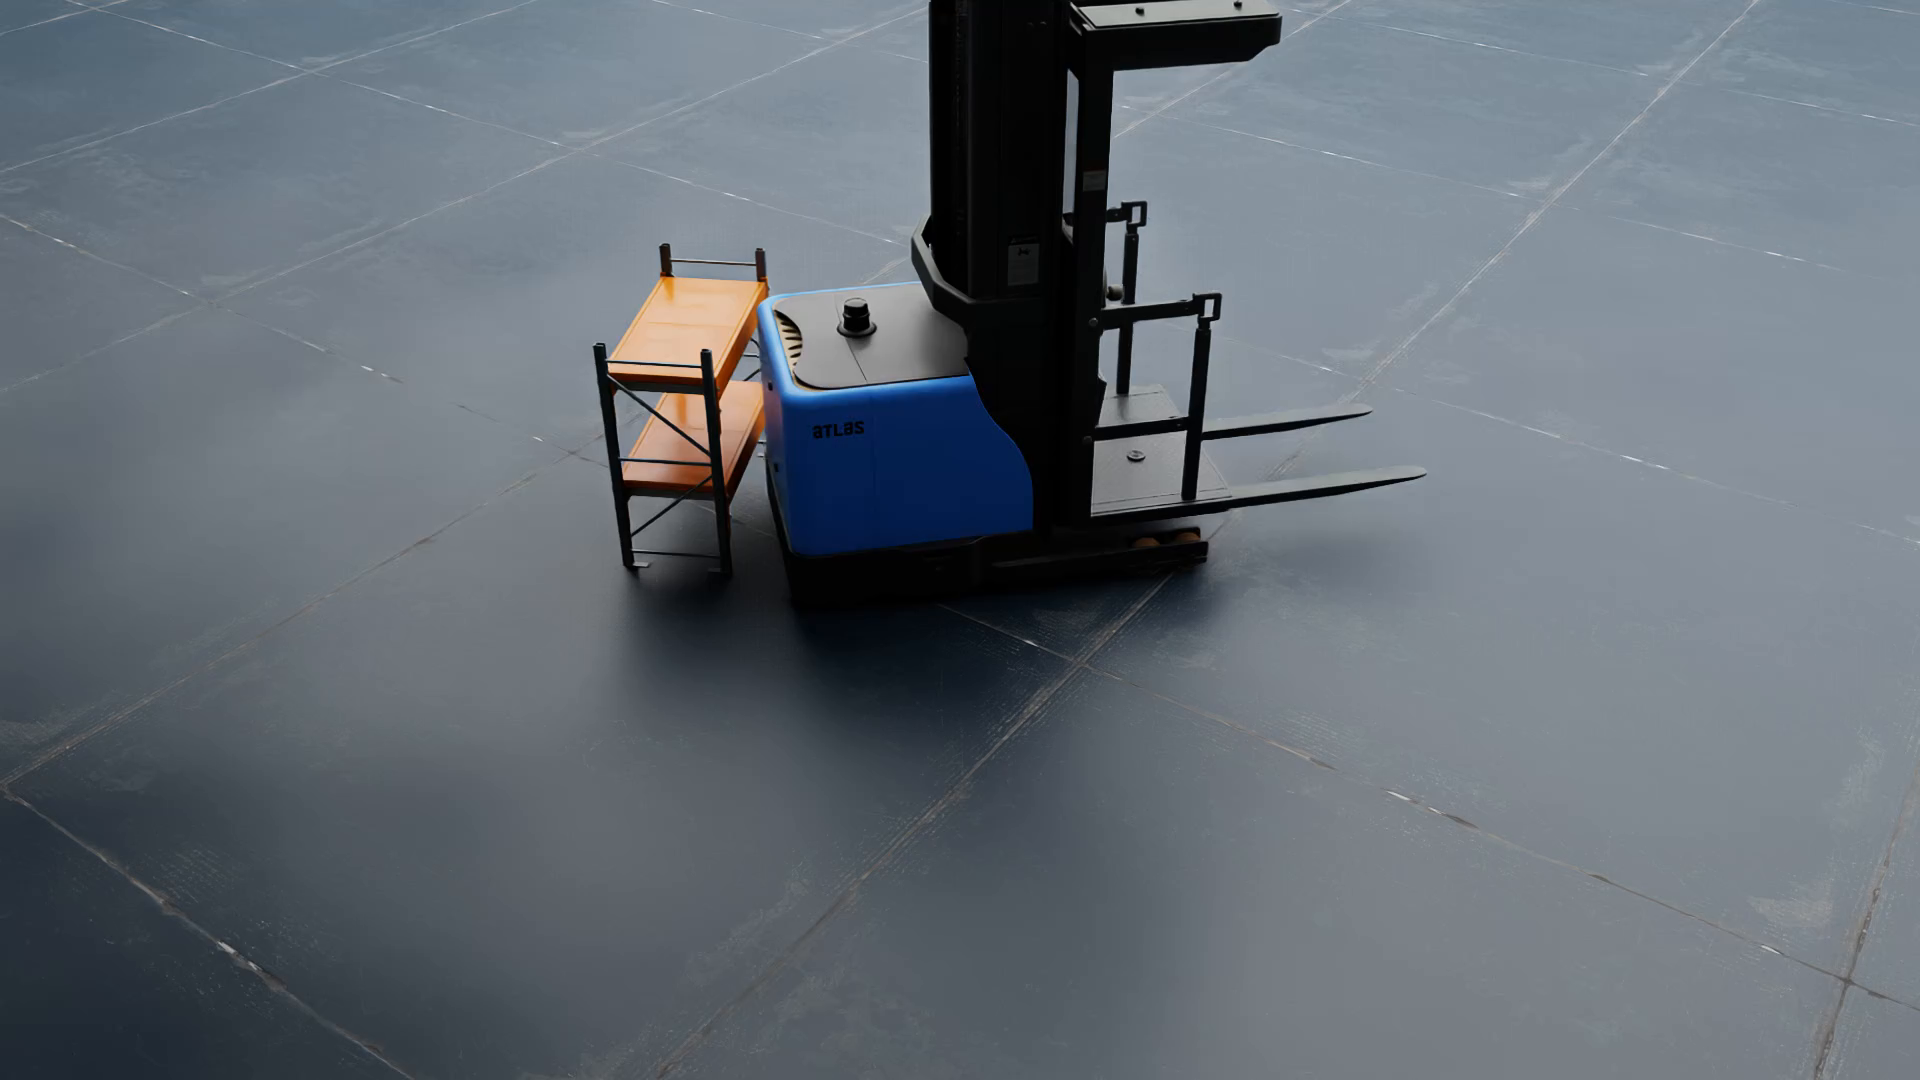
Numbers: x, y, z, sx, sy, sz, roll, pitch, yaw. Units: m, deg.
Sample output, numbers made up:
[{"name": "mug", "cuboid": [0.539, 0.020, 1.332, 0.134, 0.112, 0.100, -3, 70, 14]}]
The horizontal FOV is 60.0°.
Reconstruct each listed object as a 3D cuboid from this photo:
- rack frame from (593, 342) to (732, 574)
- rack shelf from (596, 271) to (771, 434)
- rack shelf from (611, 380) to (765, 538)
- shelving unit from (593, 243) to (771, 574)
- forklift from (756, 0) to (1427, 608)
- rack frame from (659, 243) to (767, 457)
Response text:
[{"name": "rack frame", "cuboid": [-1.283, -0.338, 7.245, 0.500, 1.125, 0.032, 4, 34, 6]}, {"name": "rack shelf", "cuboid": [-1.221, -0.863, 7.499, 0.538, 0.278, 1.000, 4, 34, 6]}, {"name": "rack shelf", "cuboid": [-1.220, -0.418, 7.800, 0.538, 0.278, 1.000, 4, 34, 6]}, {"name": "shelving unit", "cuboid": [-1.221, -0.620, 7.663, 0.538, 1.125, 1.048, 4, 34, 6]}, {"name": "forklift", "cuboid": [0.648, -1.339, 7.113, 3.031, 2.935, 1.130, -7, 35, -10]}, {"name": "rack frame", "cuboid": [-1.158, -0.903, 8.081, 0.500, 1.125, 0.032, 4, 34, 6]}]
